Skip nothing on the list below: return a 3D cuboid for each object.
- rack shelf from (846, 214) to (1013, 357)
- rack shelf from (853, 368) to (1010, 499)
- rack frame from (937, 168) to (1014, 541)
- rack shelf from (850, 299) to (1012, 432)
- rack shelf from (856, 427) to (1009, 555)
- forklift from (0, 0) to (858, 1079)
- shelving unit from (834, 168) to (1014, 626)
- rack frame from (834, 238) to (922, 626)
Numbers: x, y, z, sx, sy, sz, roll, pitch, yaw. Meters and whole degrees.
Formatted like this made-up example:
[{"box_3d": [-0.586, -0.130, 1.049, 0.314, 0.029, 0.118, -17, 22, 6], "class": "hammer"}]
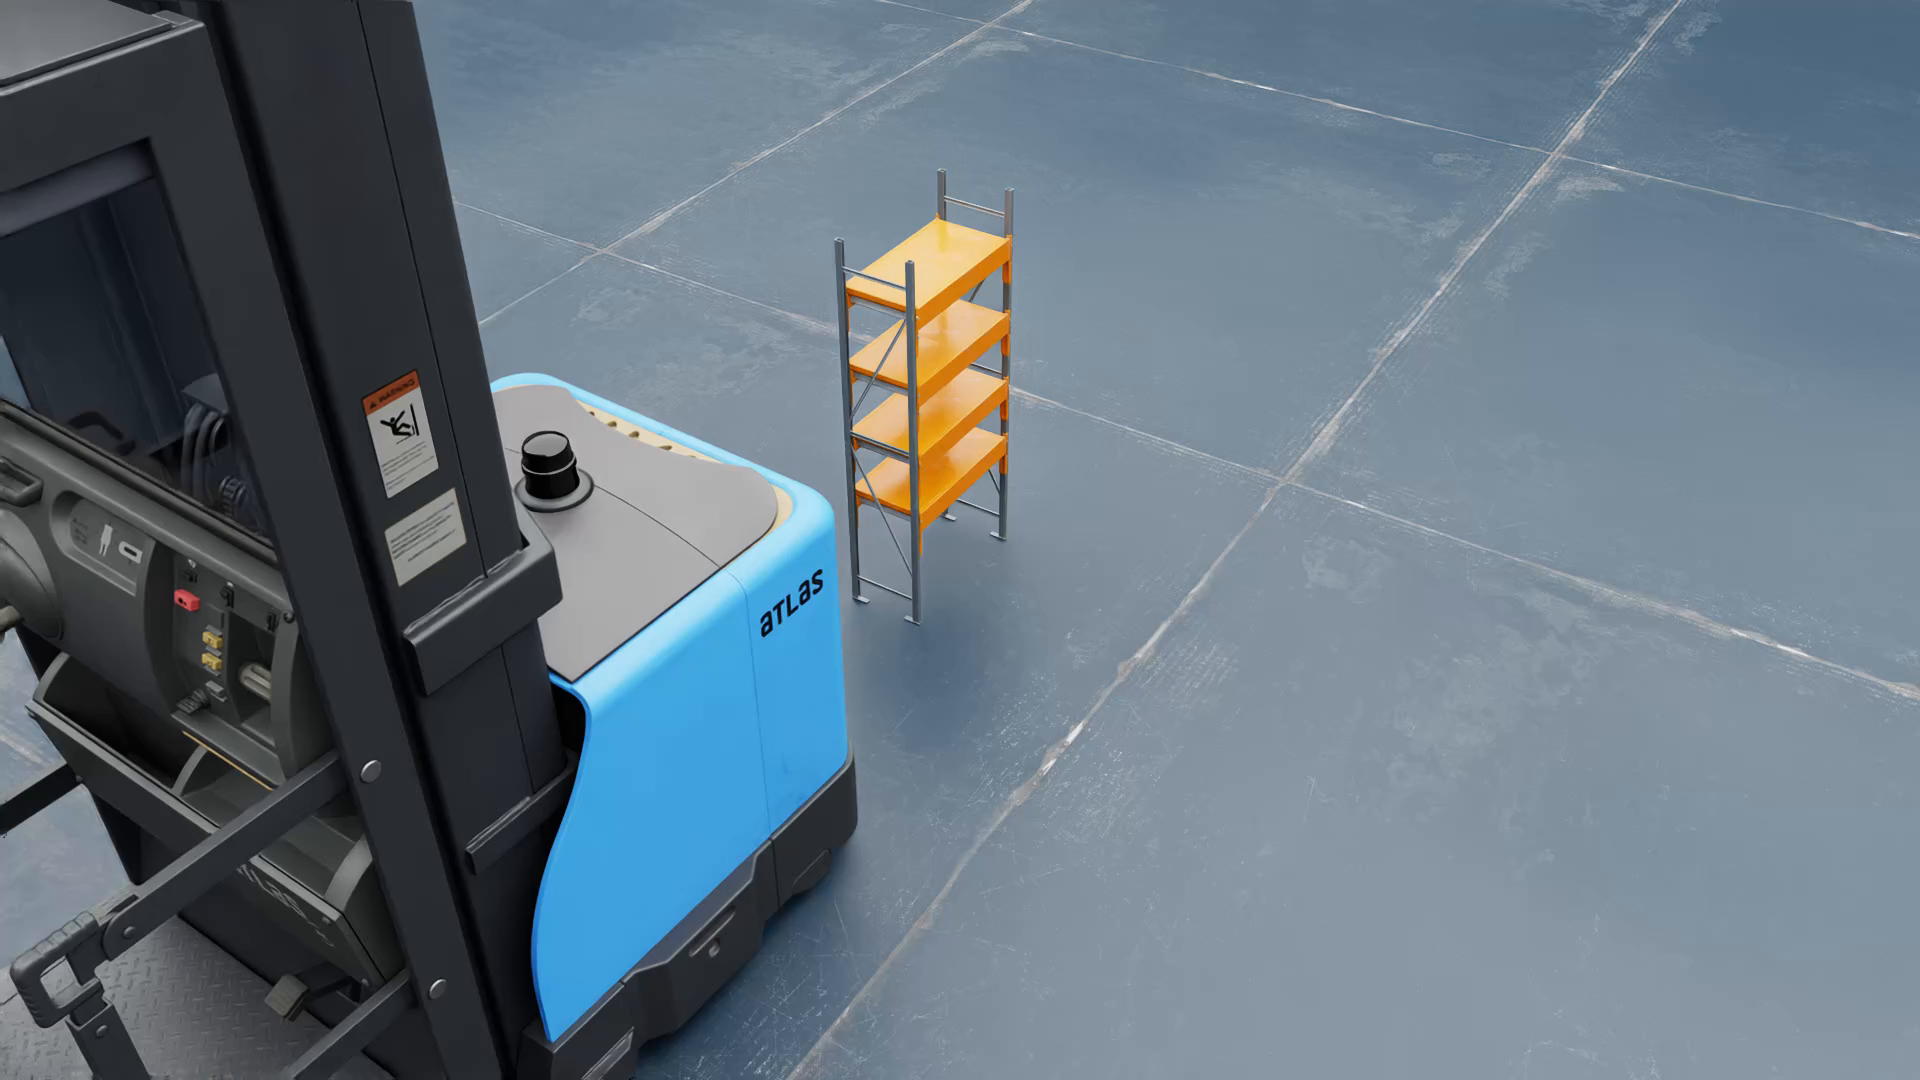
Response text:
[{"box_3d": [-0.089, -0.701, 4.533, 0.258, 0.148, 0.480, 21, 42, 25], "class": "rack shelf"}, {"box_3d": [-0.089, -0.337, 4.814, 0.258, 0.148, 0.480, 21, 42, 25], "class": "rack shelf"}, {"box_3d": [0.042, -0.516, 4.936, 0.240, 1.200, 0.015, 21, 42, 25], "class": "rack frame"}, {"box_3d": [-0.089, -0.514, 4.677, 0.258, 0.148, 0.480, 21, 42, 25], "class": "rack shelf"}, {"box_3d": [-0.089, -0.179, 4.935, 0.258, 0.148, 0.480, 21, 42, 25], "class": "rack shelf"}, {"box_3d": [-1.513, 0.165, 2.635, 1.130, 2.935, 3.031, 23, 43, 27], "class": "forklift"}, {"box_3d": [-0.089, -0.390, 4.773, 0.258, 1.200, 0.503, 21, 42, 25], "class": "shelving unit"}, {"box_3d": [-0.219, -0.264, 4.610, 0.240, 1.200, 0.015, 21, 42, 25], "class": "rack frame"}]
